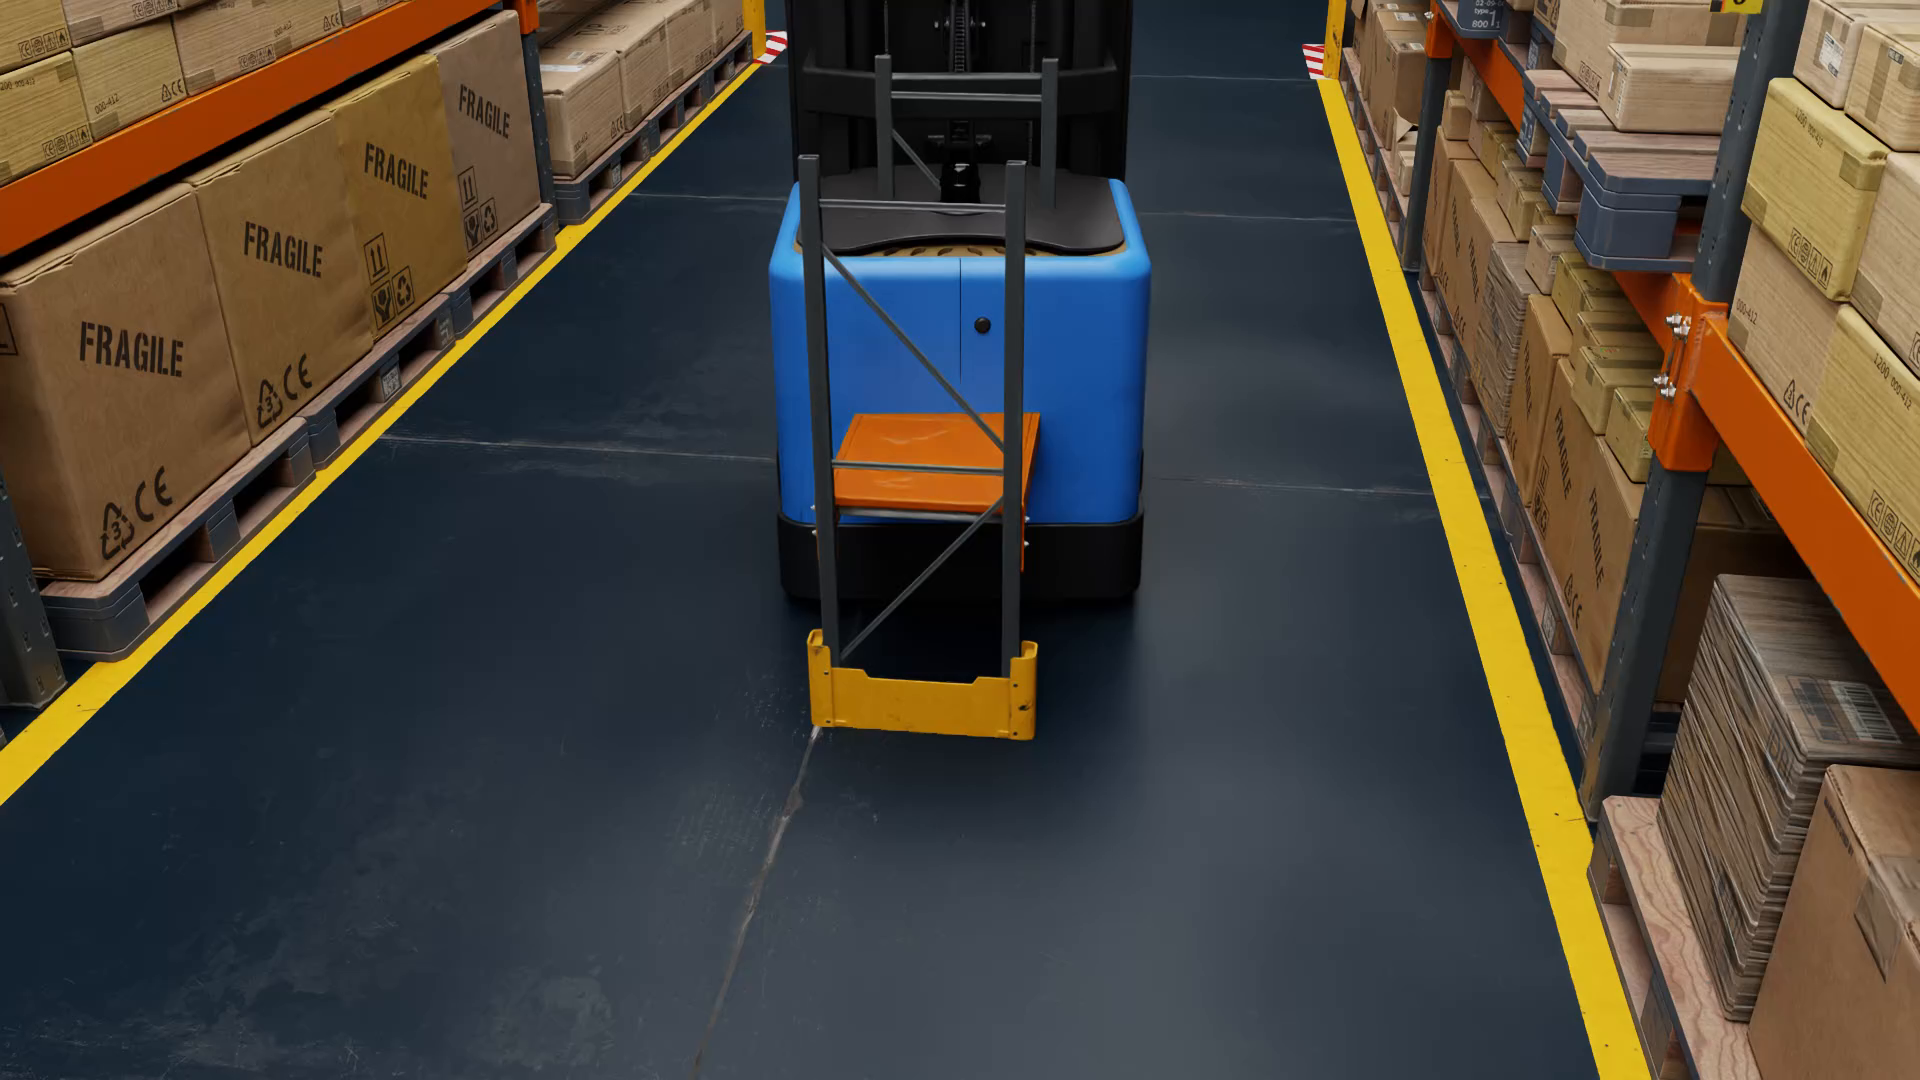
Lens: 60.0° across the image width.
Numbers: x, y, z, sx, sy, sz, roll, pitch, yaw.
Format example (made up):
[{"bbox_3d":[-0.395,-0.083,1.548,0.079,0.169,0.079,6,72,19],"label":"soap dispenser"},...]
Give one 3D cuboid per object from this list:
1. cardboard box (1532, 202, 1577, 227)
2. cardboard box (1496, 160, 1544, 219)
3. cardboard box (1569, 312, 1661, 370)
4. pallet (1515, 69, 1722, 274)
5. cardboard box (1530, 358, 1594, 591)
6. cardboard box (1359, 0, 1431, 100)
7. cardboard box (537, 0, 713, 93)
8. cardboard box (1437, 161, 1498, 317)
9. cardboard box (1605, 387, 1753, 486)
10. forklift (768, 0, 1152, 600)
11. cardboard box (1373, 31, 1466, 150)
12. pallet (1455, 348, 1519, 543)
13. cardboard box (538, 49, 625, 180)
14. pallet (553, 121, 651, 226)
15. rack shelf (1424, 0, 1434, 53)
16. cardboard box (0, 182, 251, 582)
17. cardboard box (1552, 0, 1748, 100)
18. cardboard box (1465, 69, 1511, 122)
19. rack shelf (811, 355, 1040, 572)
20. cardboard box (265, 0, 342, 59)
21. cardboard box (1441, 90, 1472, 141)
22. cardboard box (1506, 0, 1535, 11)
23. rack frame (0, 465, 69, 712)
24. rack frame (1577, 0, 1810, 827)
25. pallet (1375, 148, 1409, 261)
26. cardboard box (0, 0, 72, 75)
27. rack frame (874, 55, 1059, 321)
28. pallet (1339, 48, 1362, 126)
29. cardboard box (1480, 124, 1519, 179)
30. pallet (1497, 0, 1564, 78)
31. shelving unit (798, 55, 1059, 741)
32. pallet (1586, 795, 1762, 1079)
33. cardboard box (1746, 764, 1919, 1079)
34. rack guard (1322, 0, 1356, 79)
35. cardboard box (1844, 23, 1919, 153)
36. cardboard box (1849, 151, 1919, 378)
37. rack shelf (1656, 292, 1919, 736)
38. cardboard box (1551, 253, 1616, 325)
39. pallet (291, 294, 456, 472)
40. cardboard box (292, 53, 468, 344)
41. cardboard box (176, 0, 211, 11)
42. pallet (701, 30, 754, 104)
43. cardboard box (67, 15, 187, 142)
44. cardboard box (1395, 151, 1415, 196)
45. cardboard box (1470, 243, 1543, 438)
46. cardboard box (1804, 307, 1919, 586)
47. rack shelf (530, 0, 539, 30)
[{"bbox_3d":[2.086,-0.989,5.432,0.380,0.149,0.250,3,29,6],"label":"cardboard box"},{"bbox_3d":[2.123,-1.234,5.887,0.380,0.149,0.250,3,28,6],"label":"cardboard box"},{"bbox_3d":[1.894,-0.505,4.534,0.380,0.149,0.250,2,28,5],"label":"cardboard box"},{"bbox_3d":[2.019,-0.875,3.914,1.213,0.211,1.003,3,28,6],"label":"pallet"},{"bbox_3d":[1.916,-0.167,4.591,0.500,0.500,0.500,3,28,5],"label":"cardboard box"},{"bbox_3d":[2.674,-2.804,9.485,0.700,0.500,0.500,4,29,8],"label":"cardboard box"},{"bbox_3d":[-2.026,-2.998,9.911,0.875,0.438,0.875,4,29,8],"label":"cardboard box"},{"bbox_3d":[2.158,-1.138,6.392,0.500,0.500,0.500,3,28,6],"label":"cardboard box"},{"bbox_3d":[1.815,-0.254,4.067,0.380,0.149,0.250,2,28,4],"label":"cardboard box"},{"bbox_3d":[-0.003,-1.774,5.453,1.130,2.935,3.031,0,28,0],"label":"forklift"},{"bbox_3d":[2.546,-2.315,8.578,0.700,0.500,0.500,2,28,4],"label":"cardboard box"},{"bbox_3d":[2.287,-0.331,5.641,1.003,0.211,1.213,3,28,6],"label":"pallet"},{"bbox_3d":[-2.248,-2.152,8.341,0.875,0.438,0.875,3,28,5],"label":"cardboard box"},{"bbox_3d":[-2.260,-1.932,8.613,1.003,0.211,1.213,3,28,6],"label":"pallet"},{"bbox_3d":[2.741,-3.144,8.682,1.077,0.370,4.000,3,28,6],"label":"rack shelf"},{"bbox_3d":[-2.754,-0.493,4.800,0.875,0.875,0.875,3,28,6],"label":"cardboard box"},{"bbox_3d":[1.814,-1.271,4.161,0.500,0.250,0.500,2,28,4],"label":"cardboard box"},{"bbox_3d":[2.203,-1.742,6.515,0.380,0.149,0.250,2,28,4],"label":"cardboard box"},{"bbox_3d":[-0.040,-0.250,4.508,0.538,0.185,1.000,3,28,6],"label":"rack shelf"},{"bbox_3d":[-2.439,-1.795,5.577,0.500,0.250,0.500,3,28,6],"label":"cardboard box"},{"bbox_3d":[2.188,-1.736,6.818,0.380,0.149,0.250,5,29,9],"label":"cardboard box"},{"bbox_3d":[2.055,-1.920,5.103,0.700,0.500,0.500,3,28,6],"label":"cardboard box"},{"bbox_3d":[-2.921,-0.923,3.801,1.000,3.000,0.127,3,28,6],"label":"rack frame"},{"bbox_3d":[2.006,-0.636,3.269,1.000,3.000,0.127,3,28,6],"label":"rack frame"},{"bbox_3d":[2.581,-1.615,8.025,1.003,0.211,1.213,3,28,6],"label":"pallet"},{"bbox_3d":[-2.614,-1.301,4.134,0.500,0.250,0.500,3,28,6],"label":"cardboard box"},{"bbox_3d":[0.021,-0.648,4.867,0.500,1.500,0.032,3,28,6],"label":"rack frame"},{"bbox_3d":[2.880,-2.763,10.157,1.003,0.211,1.213,3,28,6],"label":"pallet"},{"bbox_3d":[2.210,-1.479,6.342,0.380,0.149,0.250,2,28,4],"label":"cardboard box"},{"bbox_3d":[2.239,-1.468,5.014,1.003,0.211,1.213,3,28,6],"label":"pallet"},{"bbox_3d":[-0.039,-0.412,4.430,0.587,1.500,1.083,3,28,6],"label":"shelving unit"},{"bbox_3d":[1.866,0.977,3.215,1.003,0.211,1.213,3,28,6],"label":"pallet"},{"bbox_3d":[1.843,0.825,2.617,0.875,0.625,0.625,4,29,8],"label":"cardboard box"},{"bbox_3d":[2.977,-3.266,10.785,1.175,0.500,0.348,3,28,6],"label":"rack guard"},{"bbox_3d":[1.643,-0.707,2.611,0.380,0.149,0.250,4,29,7],"label":"cardboard box"},{"bbox_3d":[1.646,-0.360,2.387,0.500,0.250,0.500,4,29,8],"label":"cardboard box"},{"bbox_3d":[1.761,0.622,1.692,1.077,0.370,4.000,3,28,6],"label":"rack shelf"},{"bbox_3d":[2.001,-0.744,4.978,0.380,0.149,0.250,3,28,5],"label":"cardboard box"},{"bbox_3d":[-2.598,-0.635,6.206,1.003,0.211,1.213,3,28,6],"label":"pallet"},{"bbox_3d":[-2.530,-1.333,6.360,0.875,0.875,0.875,4,29,8],"label":"cardboard box"},{"bbox_3d":[-2.476,-1.778,5.019,0.500,0.250,0.500,3,28,6],"label":"cardboard box"},{"bbox_3d":[-1.961,-3.080,10.745,1.003,0.211,1.213,3,28,6],"label":"pallet"},{"bbox_3d":[-2.566,-1.315,4.687,0.500,0.250,0.500,3,28,5],"label":"cardboard box"},{"bbox_3d":[2.273,-1.728,7.858,0.380,0.149,0.250,3,28,5],"label":"cardboard box"},{"bbox_3d":[2.022,-0.659,5.504,0.500,0.500,0.500,2,28,4],"label":"cardboard box"},{"bbox_3d":[1.642,-0.139,2.504,0.500,0.250,0.500,3,28,5],"label":"cardboard box"},{"bbox_3d":[-2.186,-3.431,9.214,1.077,0.370,4.000,3,28,6],"label":"rack shelf"}]
